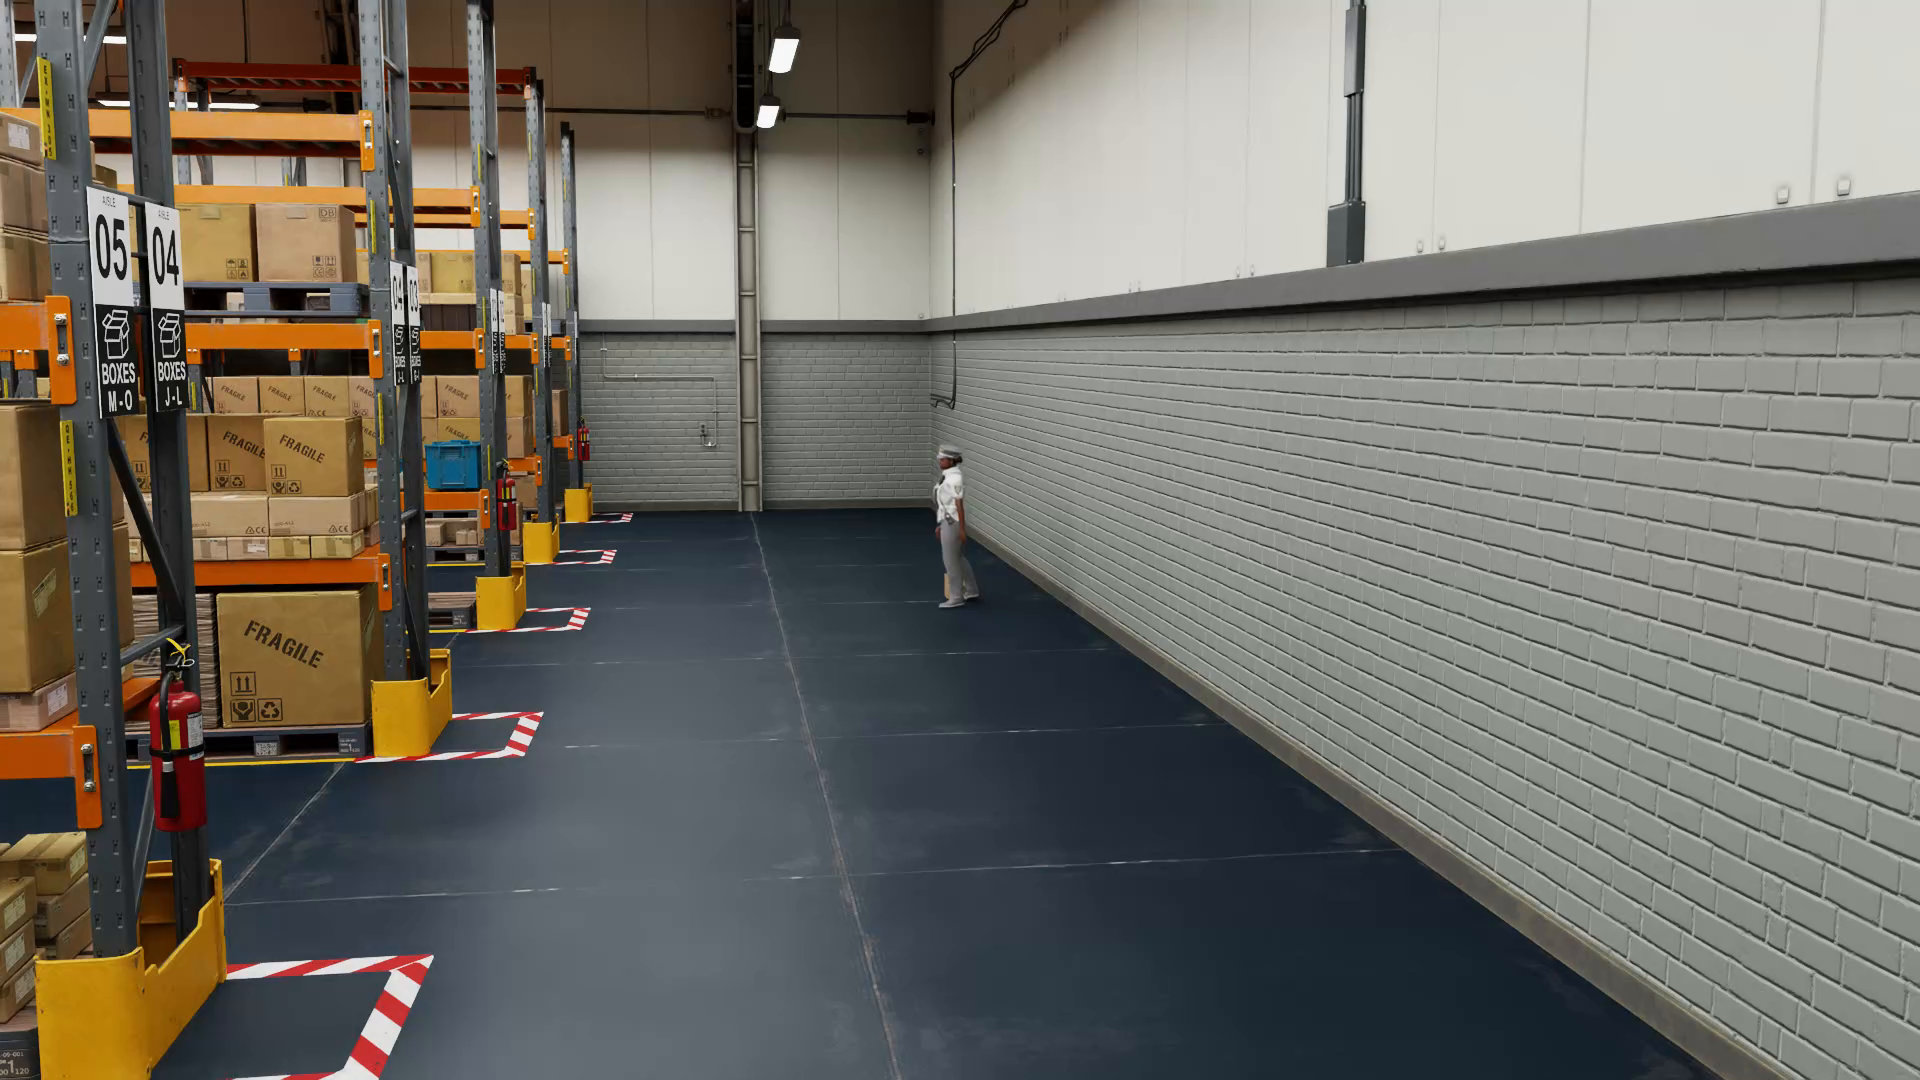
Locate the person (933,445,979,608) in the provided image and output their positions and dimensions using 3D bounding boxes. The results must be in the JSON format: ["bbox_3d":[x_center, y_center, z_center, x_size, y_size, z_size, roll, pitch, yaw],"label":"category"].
[{"bbox_3d":[-0.033,-0.154,17.133,0.483,1.670,0.676,0,7,-3],"label":"person"}]
